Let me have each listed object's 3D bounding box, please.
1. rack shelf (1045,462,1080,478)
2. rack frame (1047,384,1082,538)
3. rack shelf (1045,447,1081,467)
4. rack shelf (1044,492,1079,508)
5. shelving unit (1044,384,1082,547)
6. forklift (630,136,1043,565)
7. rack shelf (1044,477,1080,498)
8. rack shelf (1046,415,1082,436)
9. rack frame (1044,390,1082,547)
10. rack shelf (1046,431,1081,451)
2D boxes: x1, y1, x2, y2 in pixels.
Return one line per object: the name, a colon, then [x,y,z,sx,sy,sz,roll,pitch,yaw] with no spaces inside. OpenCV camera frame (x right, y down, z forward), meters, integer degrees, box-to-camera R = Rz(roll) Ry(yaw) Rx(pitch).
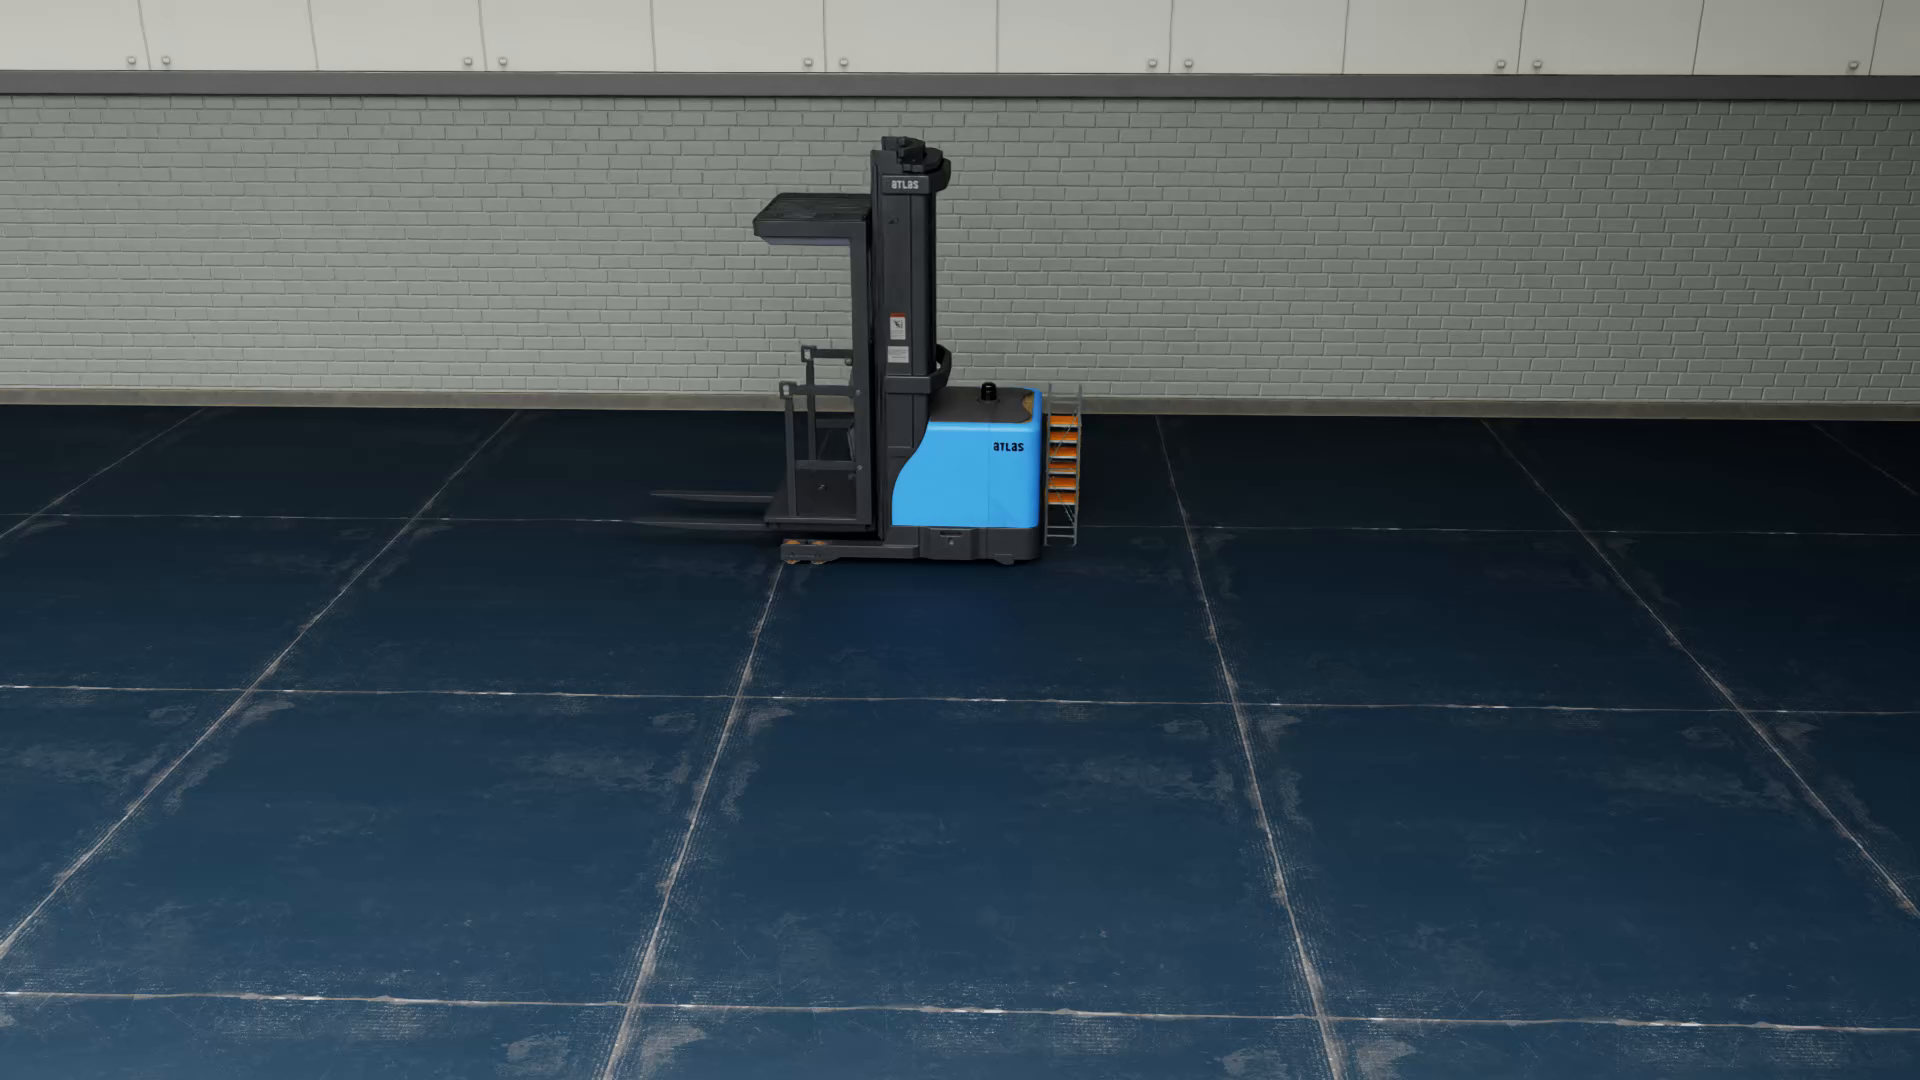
rack shelf: [0.758,-0.506,12.294,0.258,0.103,0.180,2,21,3]
rack frame: [0.765,-0.580,12.363,0.240,1.200,0.006,2,21,3]
rack shelf: [0.759,-0.617,12.250,0.258,0.103,0.180,2,21,3]
rack shelf: [0.757,-0.282,12.381,0.258,0.103,0.180,2,21,3]
shelving unit: [0.759,-0.547,12.277,0.258,1.200,0.189,2,21,3]
forklift: [-0.905,-1.378,12.029,3.031,2.935,1.130,1,21,3]
rack shelf: [0.758,-0.394,12.337,0.258,0.103,0.180,2,21,3]
rack shelf: [0.761,-0.841,12.163,0.258,0.103,0.180,2,21,3]
rack frame: [0.753,-0.514,12.192,0.240,1.200,0.006,2,21,3]
rack shelf: [0.760,-0.729,12.207,0.258,0.103,0.180,2,21,3]
